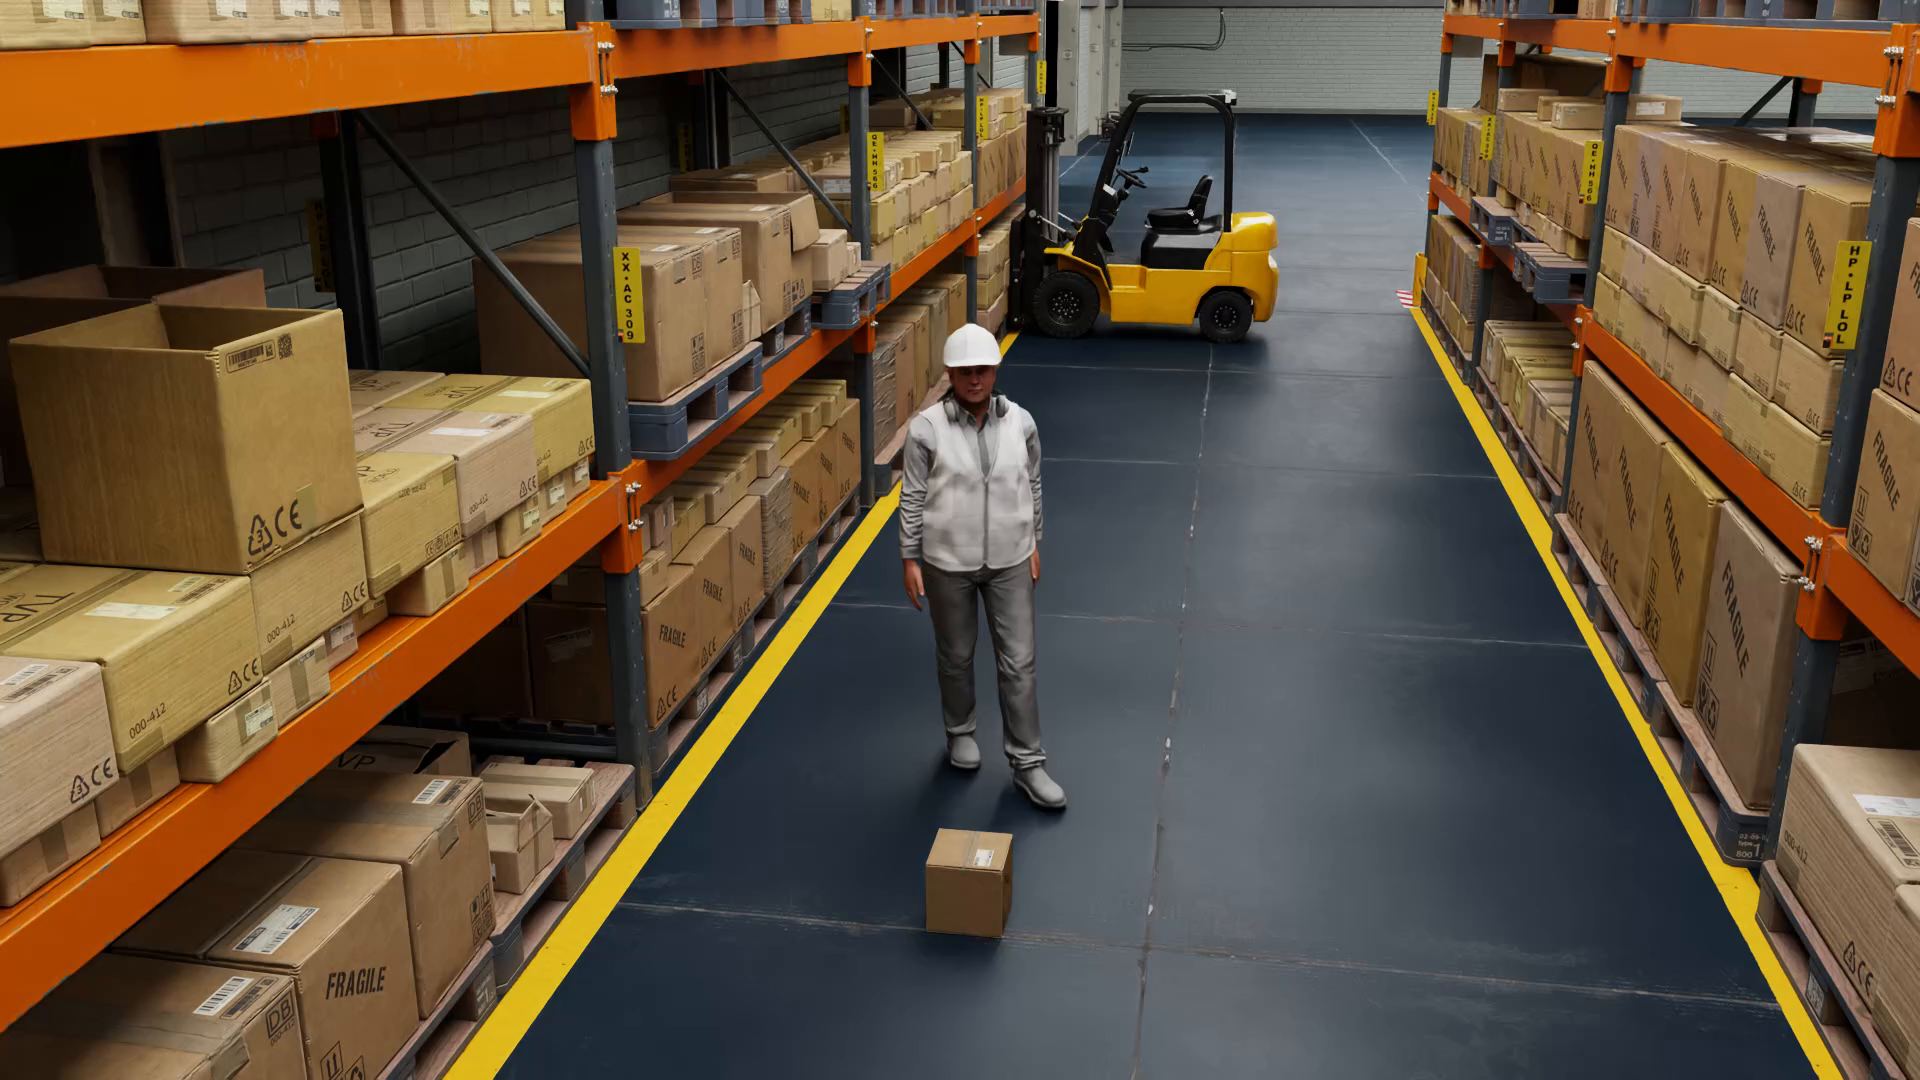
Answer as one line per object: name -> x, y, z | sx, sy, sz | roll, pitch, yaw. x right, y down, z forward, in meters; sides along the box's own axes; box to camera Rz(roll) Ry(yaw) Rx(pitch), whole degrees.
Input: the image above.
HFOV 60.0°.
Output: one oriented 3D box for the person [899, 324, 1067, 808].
person -> 0.065, 0.083, 6.204 | 0.571, 1.759, 0.708 | -3, 18, -10
